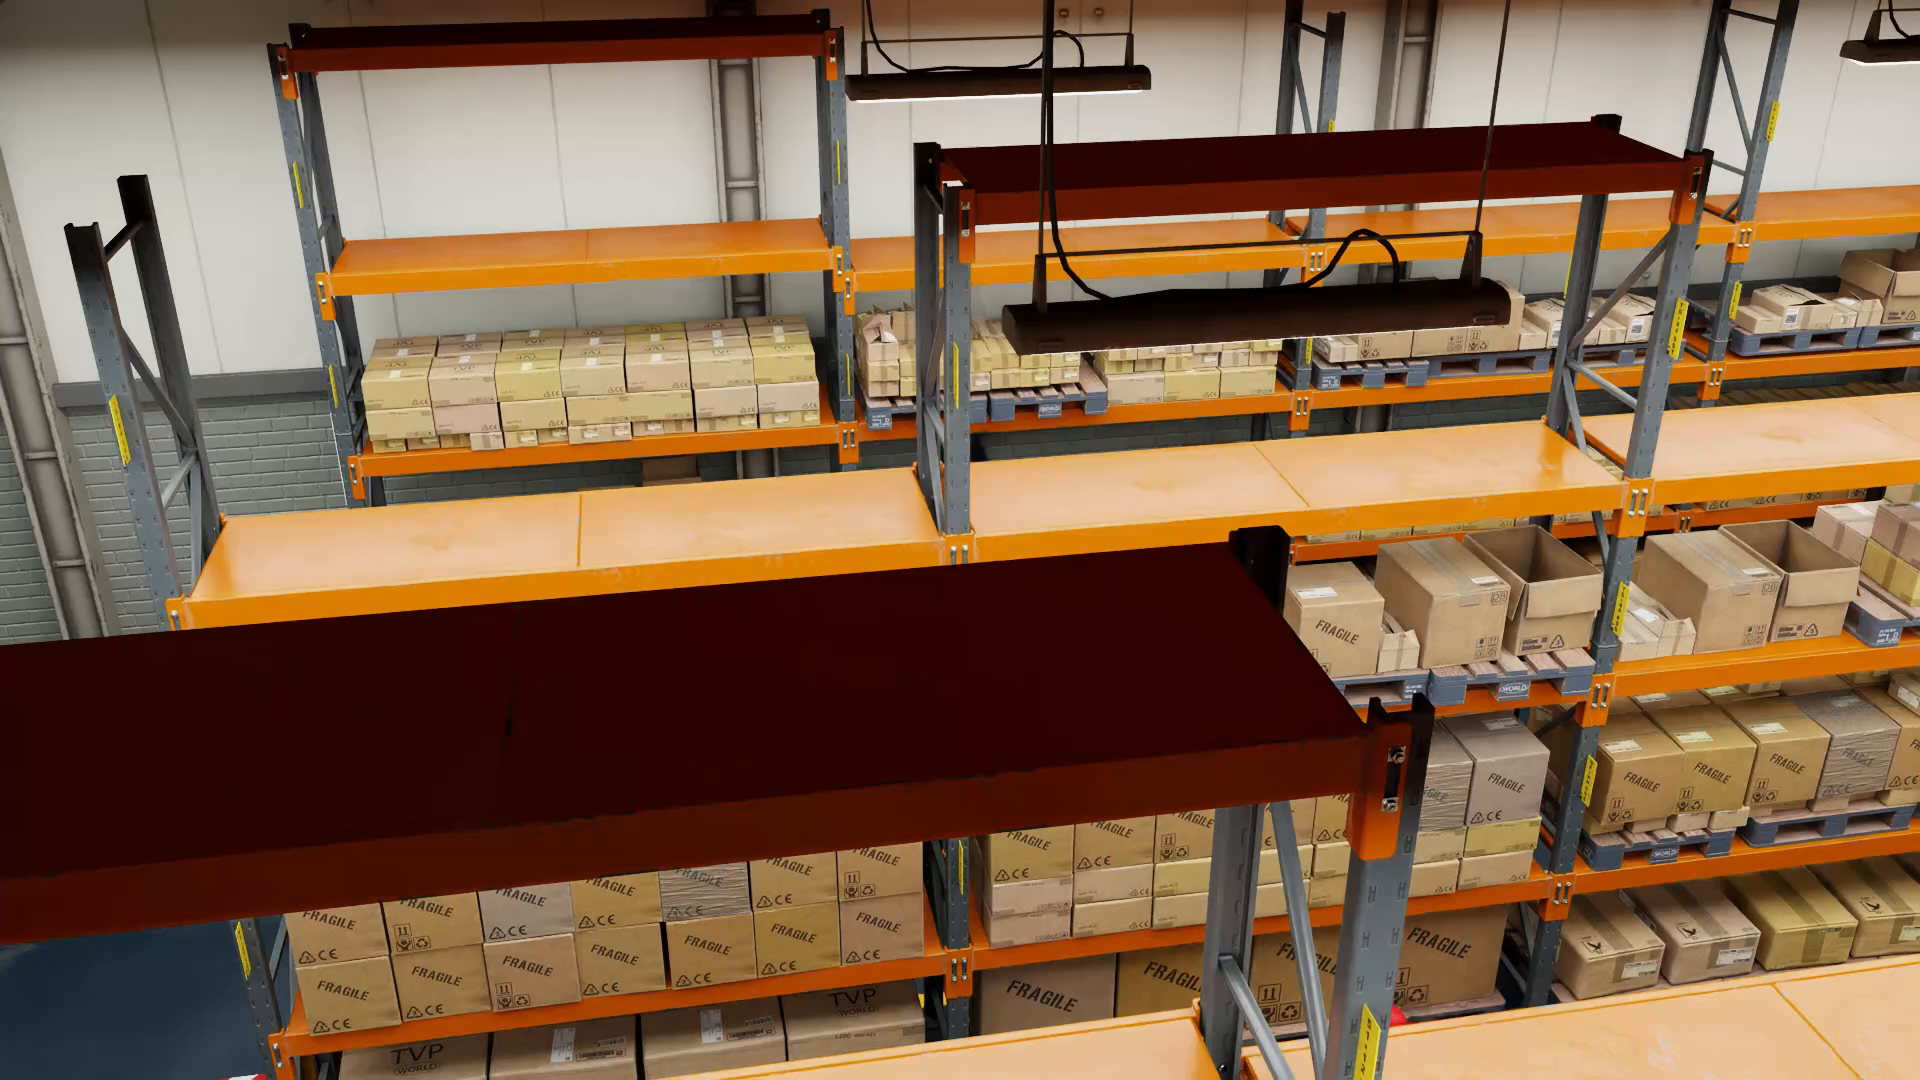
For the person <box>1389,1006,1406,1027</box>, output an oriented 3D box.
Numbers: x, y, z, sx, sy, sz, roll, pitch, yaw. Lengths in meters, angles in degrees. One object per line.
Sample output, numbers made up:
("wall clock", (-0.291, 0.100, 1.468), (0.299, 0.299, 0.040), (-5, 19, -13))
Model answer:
("person", (2.421, 3.314, 9.392), (0.988, 1.777, 0.626), (-7, 27, -14))
